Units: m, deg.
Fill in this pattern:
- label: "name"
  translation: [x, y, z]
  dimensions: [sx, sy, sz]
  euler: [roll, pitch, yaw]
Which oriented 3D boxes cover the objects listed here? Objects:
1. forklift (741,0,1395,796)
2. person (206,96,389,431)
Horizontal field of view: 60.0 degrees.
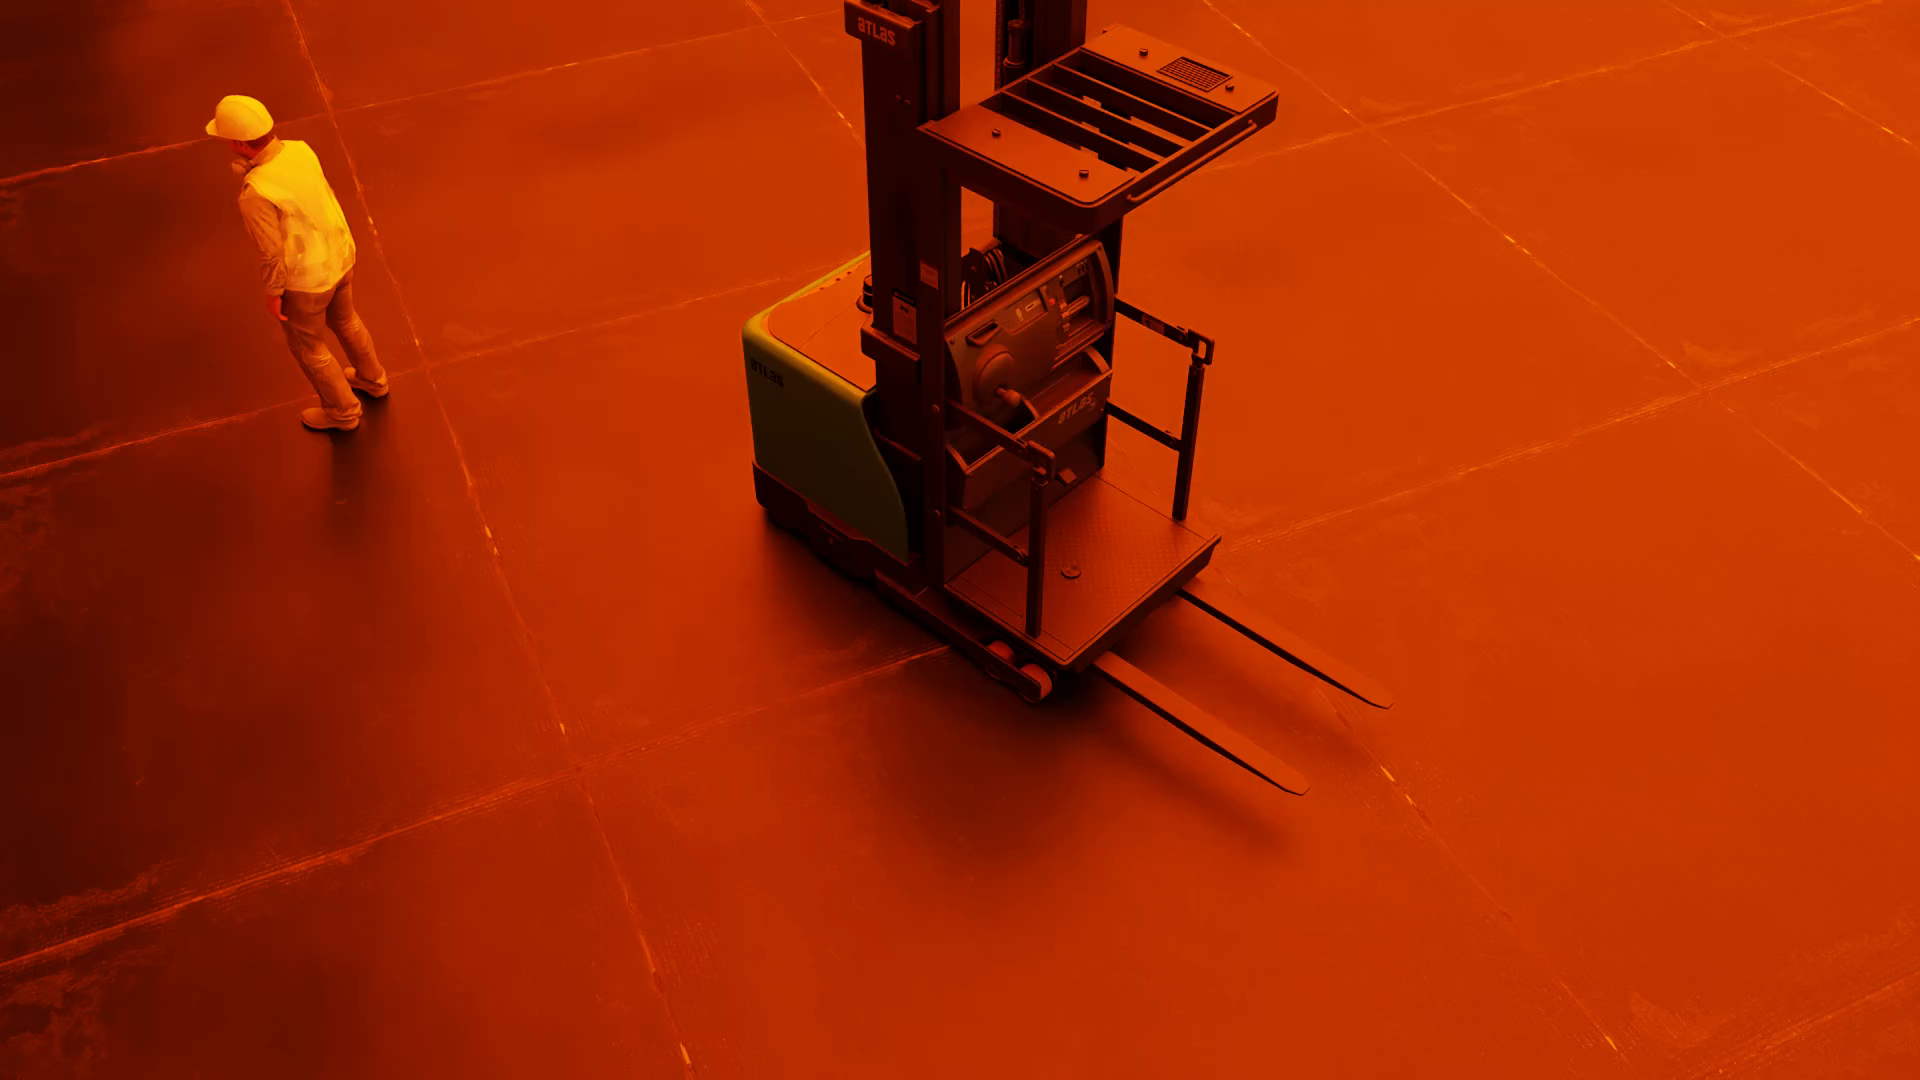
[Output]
- label: "forklift"
  translation: [0.445, -0.788, 6.525]
  dimensions: [3.031, 2.935, 1.130]
  euler: [32, 52, 30]
- label: "person"
  translation: [-3.129, -1.310, 7.935]
  dimensions: [0.465, 1.771, 0.592]
  euler: [11, 44, 11]
